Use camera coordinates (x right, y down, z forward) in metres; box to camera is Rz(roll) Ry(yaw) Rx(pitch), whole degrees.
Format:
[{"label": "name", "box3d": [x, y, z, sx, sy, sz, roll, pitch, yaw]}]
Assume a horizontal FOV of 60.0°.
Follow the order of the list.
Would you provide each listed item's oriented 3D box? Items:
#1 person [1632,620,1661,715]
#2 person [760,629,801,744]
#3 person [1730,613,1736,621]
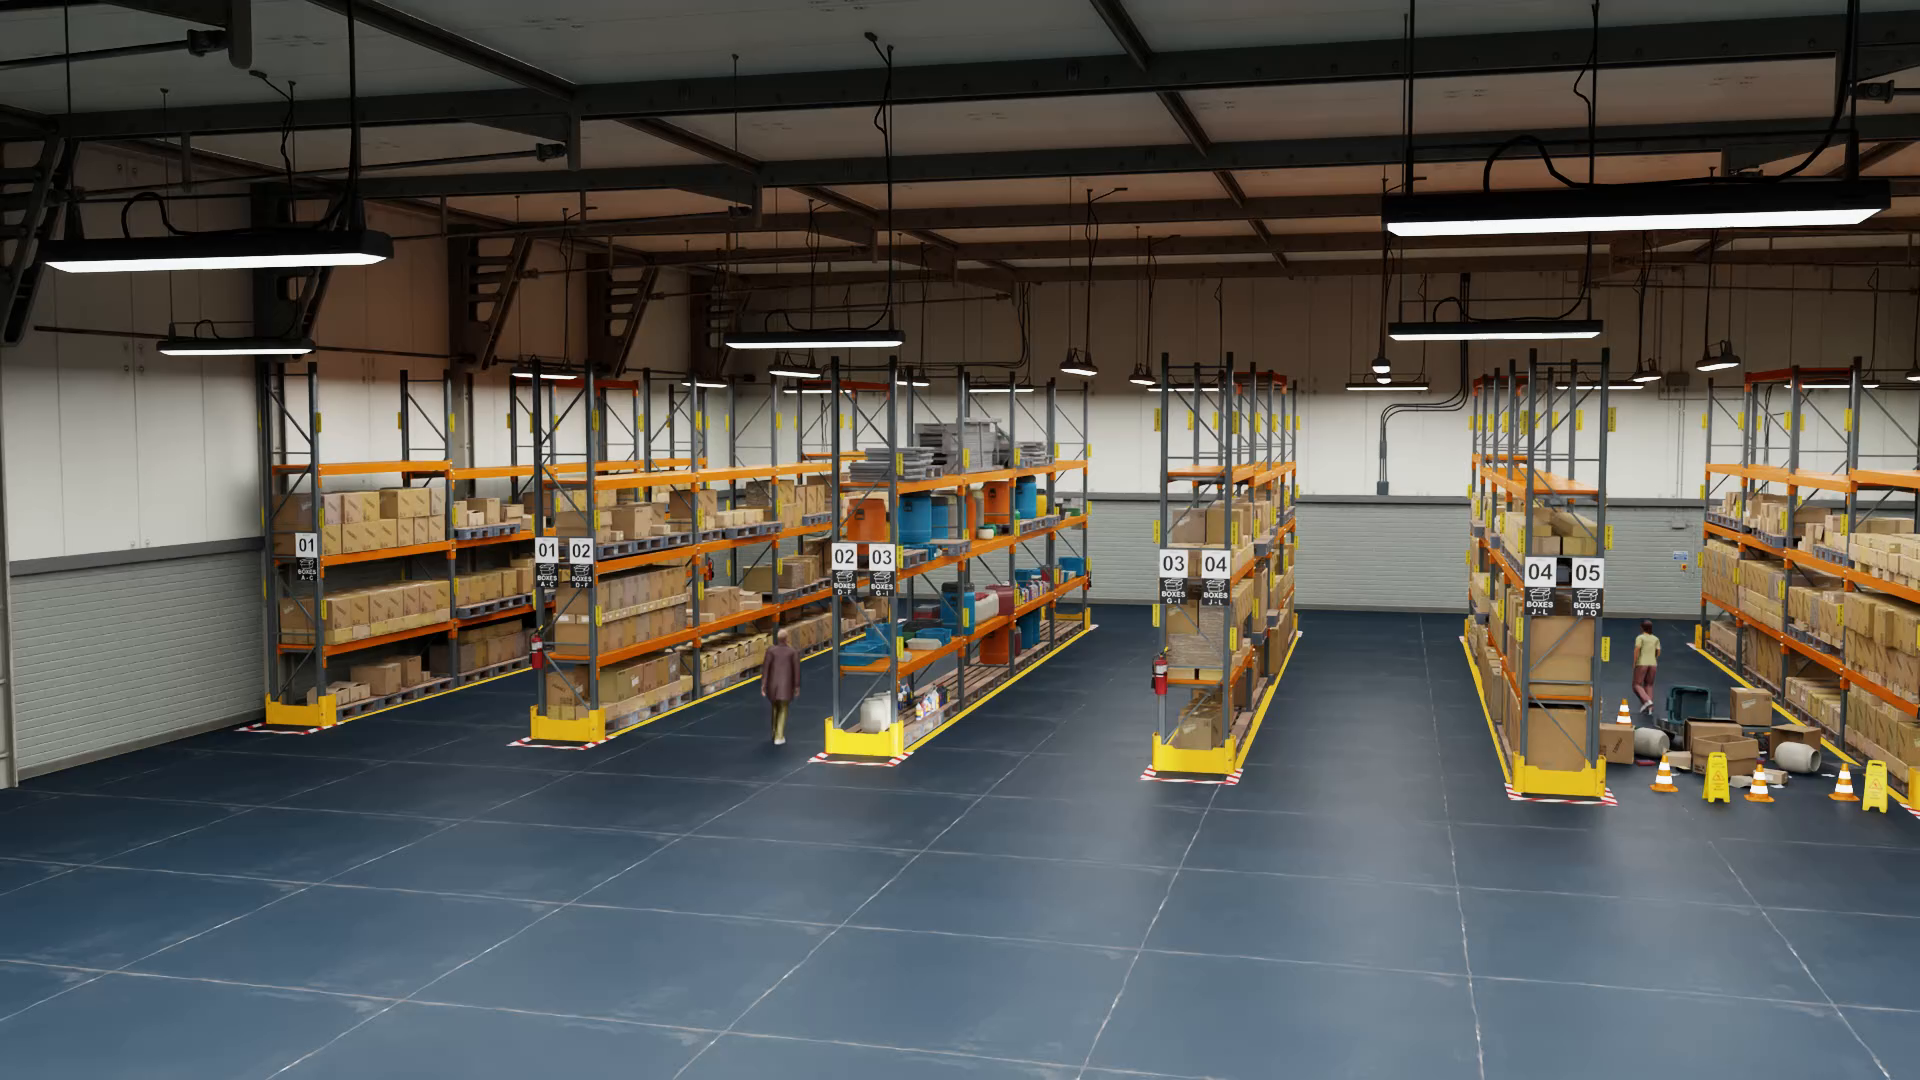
[{"label": "person", "box3d": [11.809, 2.196, 28.547, 0.512, 1.613, 0.684, 0, 4, 1]}, {"label": "person", "box3d": [-2.793, 2.318, 25.933, 0.617, 1.834, 0.607, 1, 4, 10]}, {"label": "person", "box3d": [17.540, 1.511, 37.838, 0.571, 1.652, 0.503, 2, 5, 31]}]
